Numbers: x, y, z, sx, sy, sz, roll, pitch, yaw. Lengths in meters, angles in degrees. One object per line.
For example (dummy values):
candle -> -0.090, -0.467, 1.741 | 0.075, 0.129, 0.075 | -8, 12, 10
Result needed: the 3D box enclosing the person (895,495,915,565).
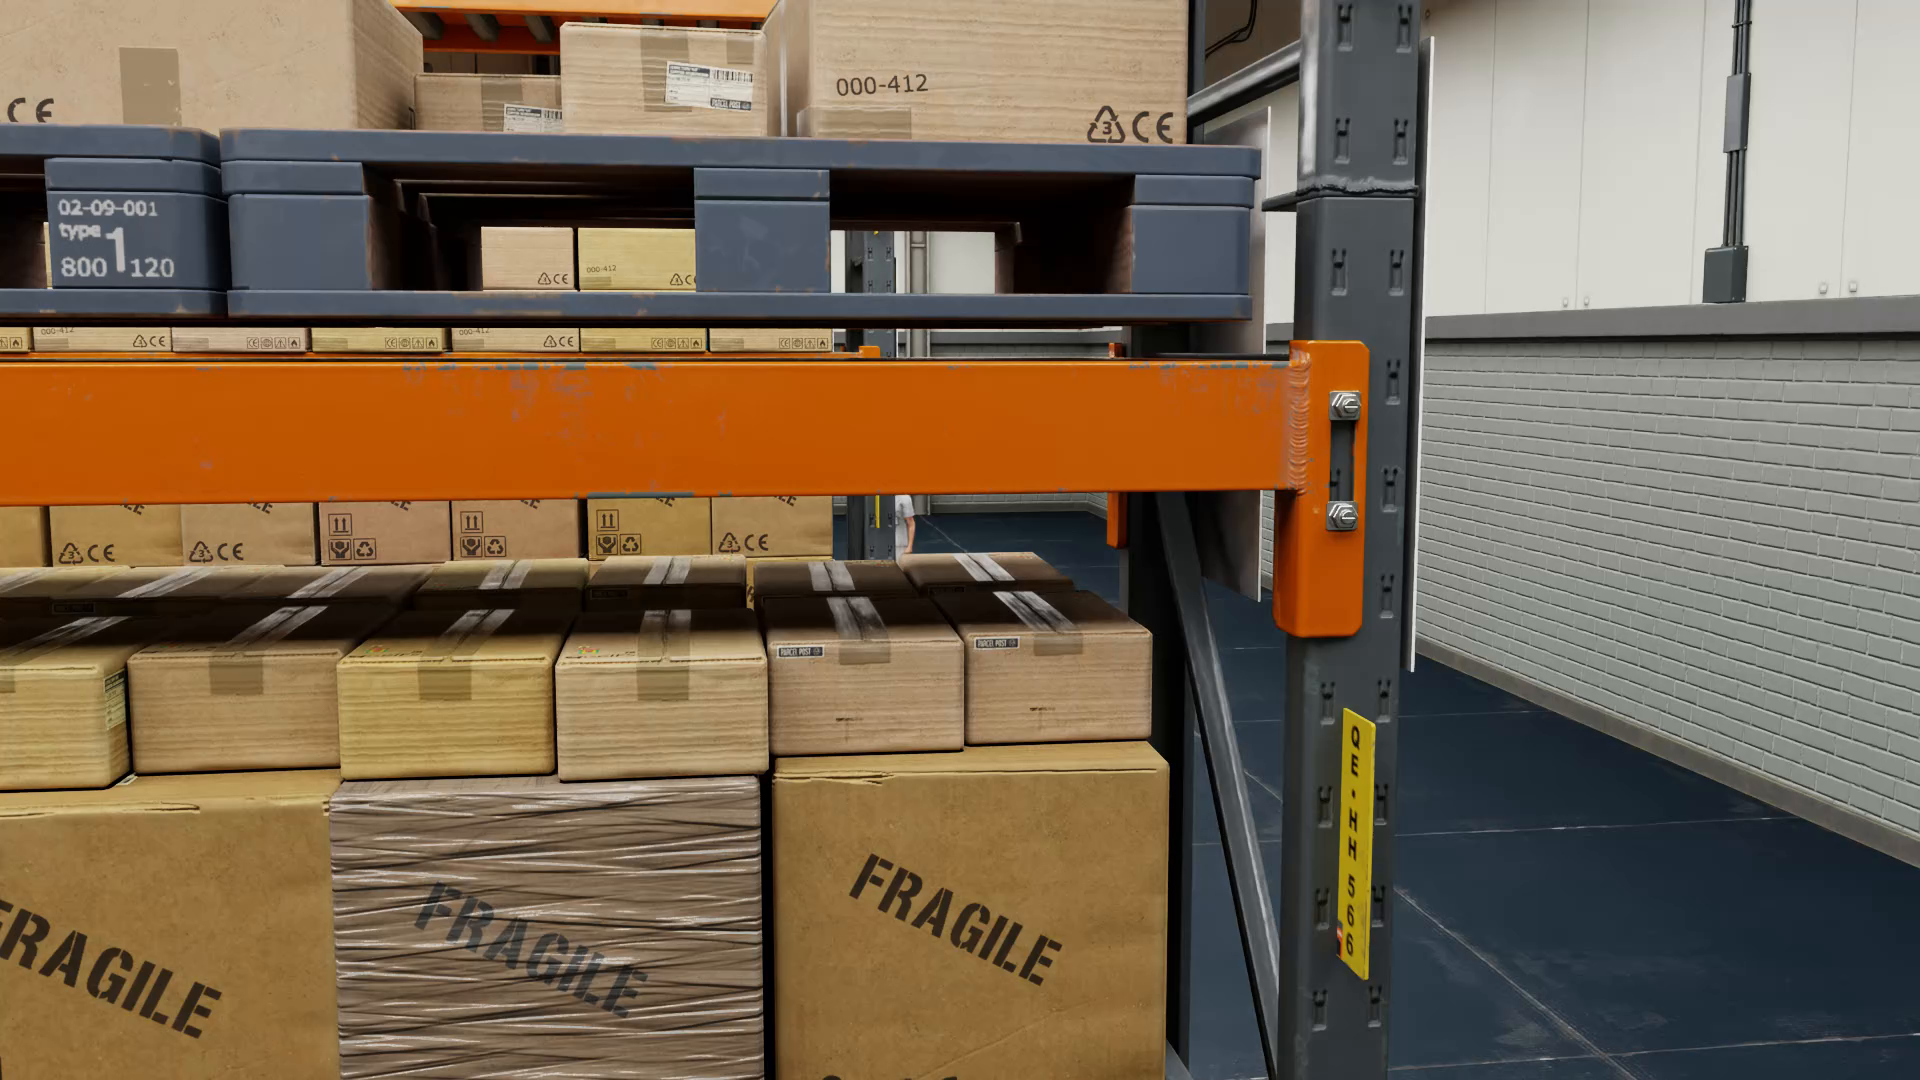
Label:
person -> -0.694, 0.080, 16.611 | 0.504, 1.671, 0.365 | 3, 7, 25
